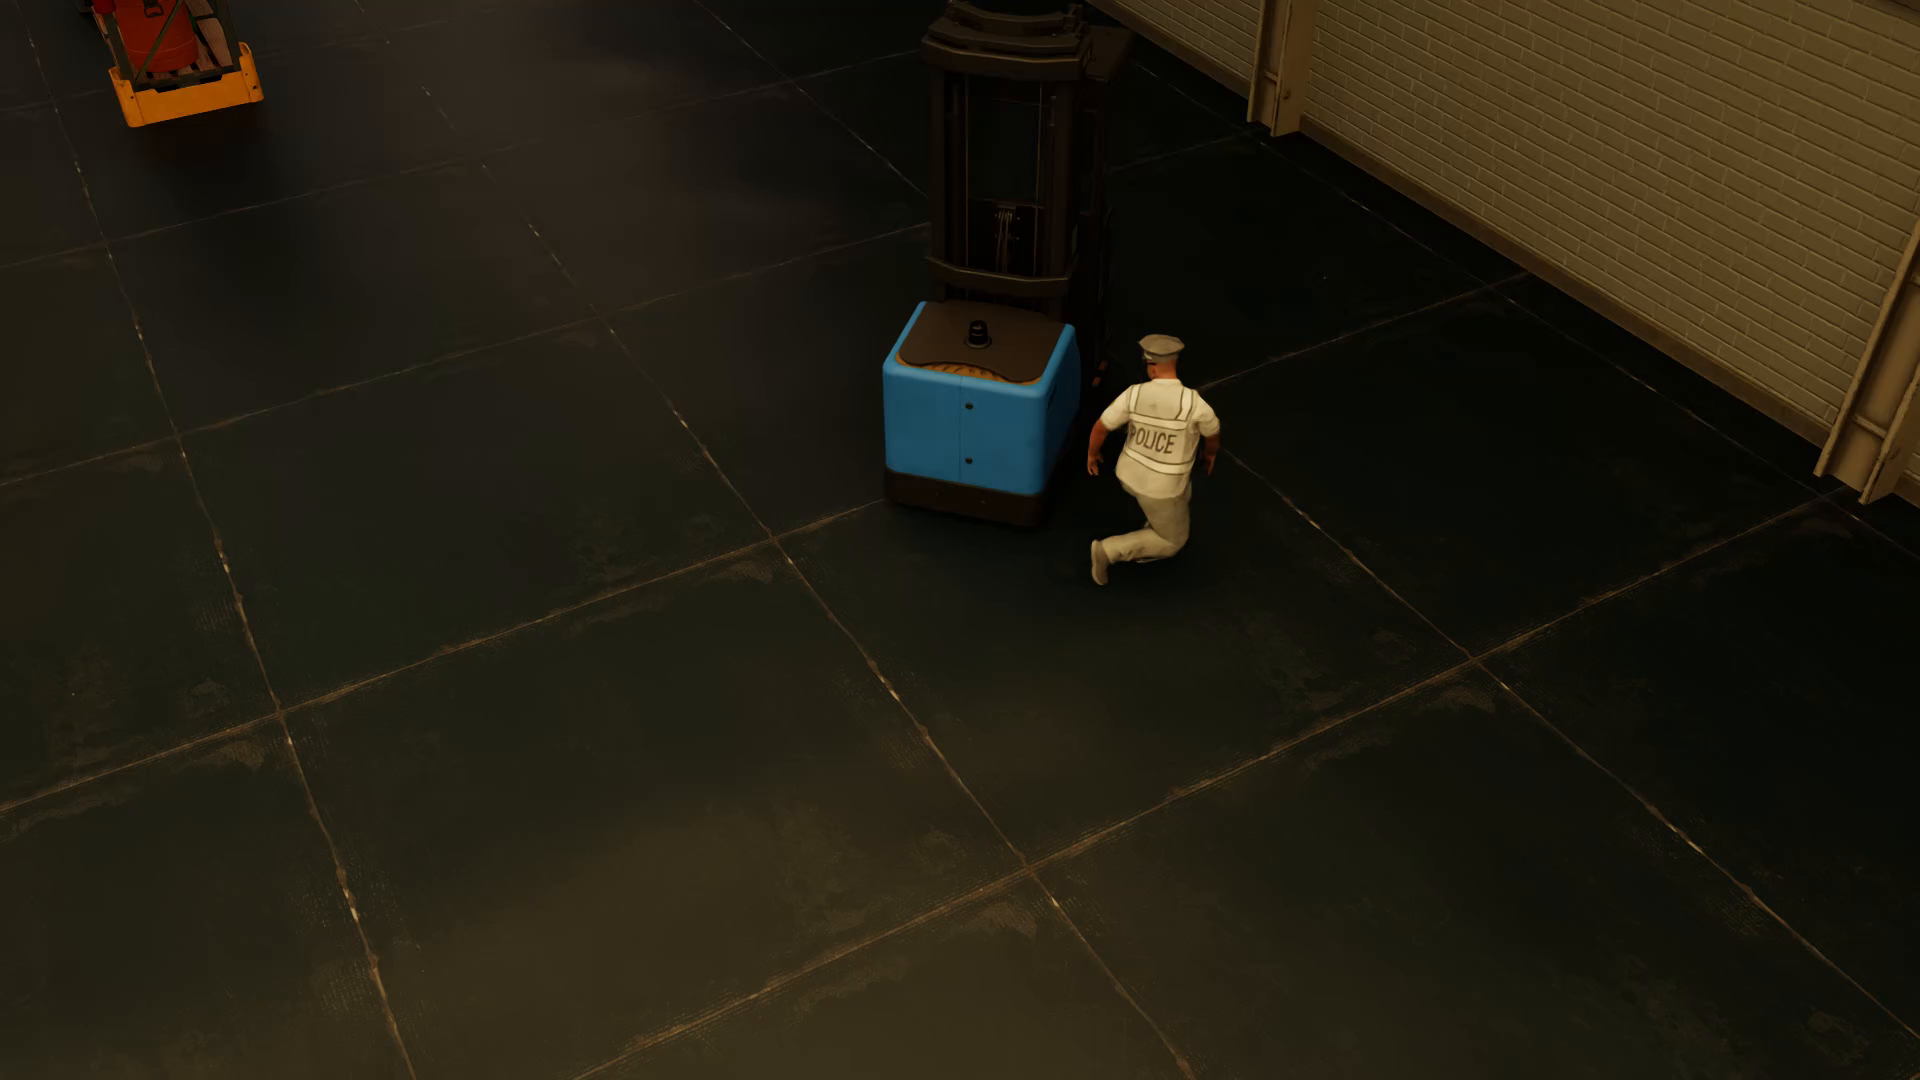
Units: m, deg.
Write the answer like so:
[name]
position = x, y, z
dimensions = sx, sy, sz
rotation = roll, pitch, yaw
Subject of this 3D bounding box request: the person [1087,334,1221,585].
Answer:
[person]
position = 1.083, -0.450, 9.719
dimensions = 0.830, 1.531, 0.654
rotation = -26, 46, -28

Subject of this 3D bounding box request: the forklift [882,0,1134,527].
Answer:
[forklift]
position = 0.426, -2.159, 10.639
dimensions = 1.130, 2.935, 3.031
rotation = 11, 41, 13
